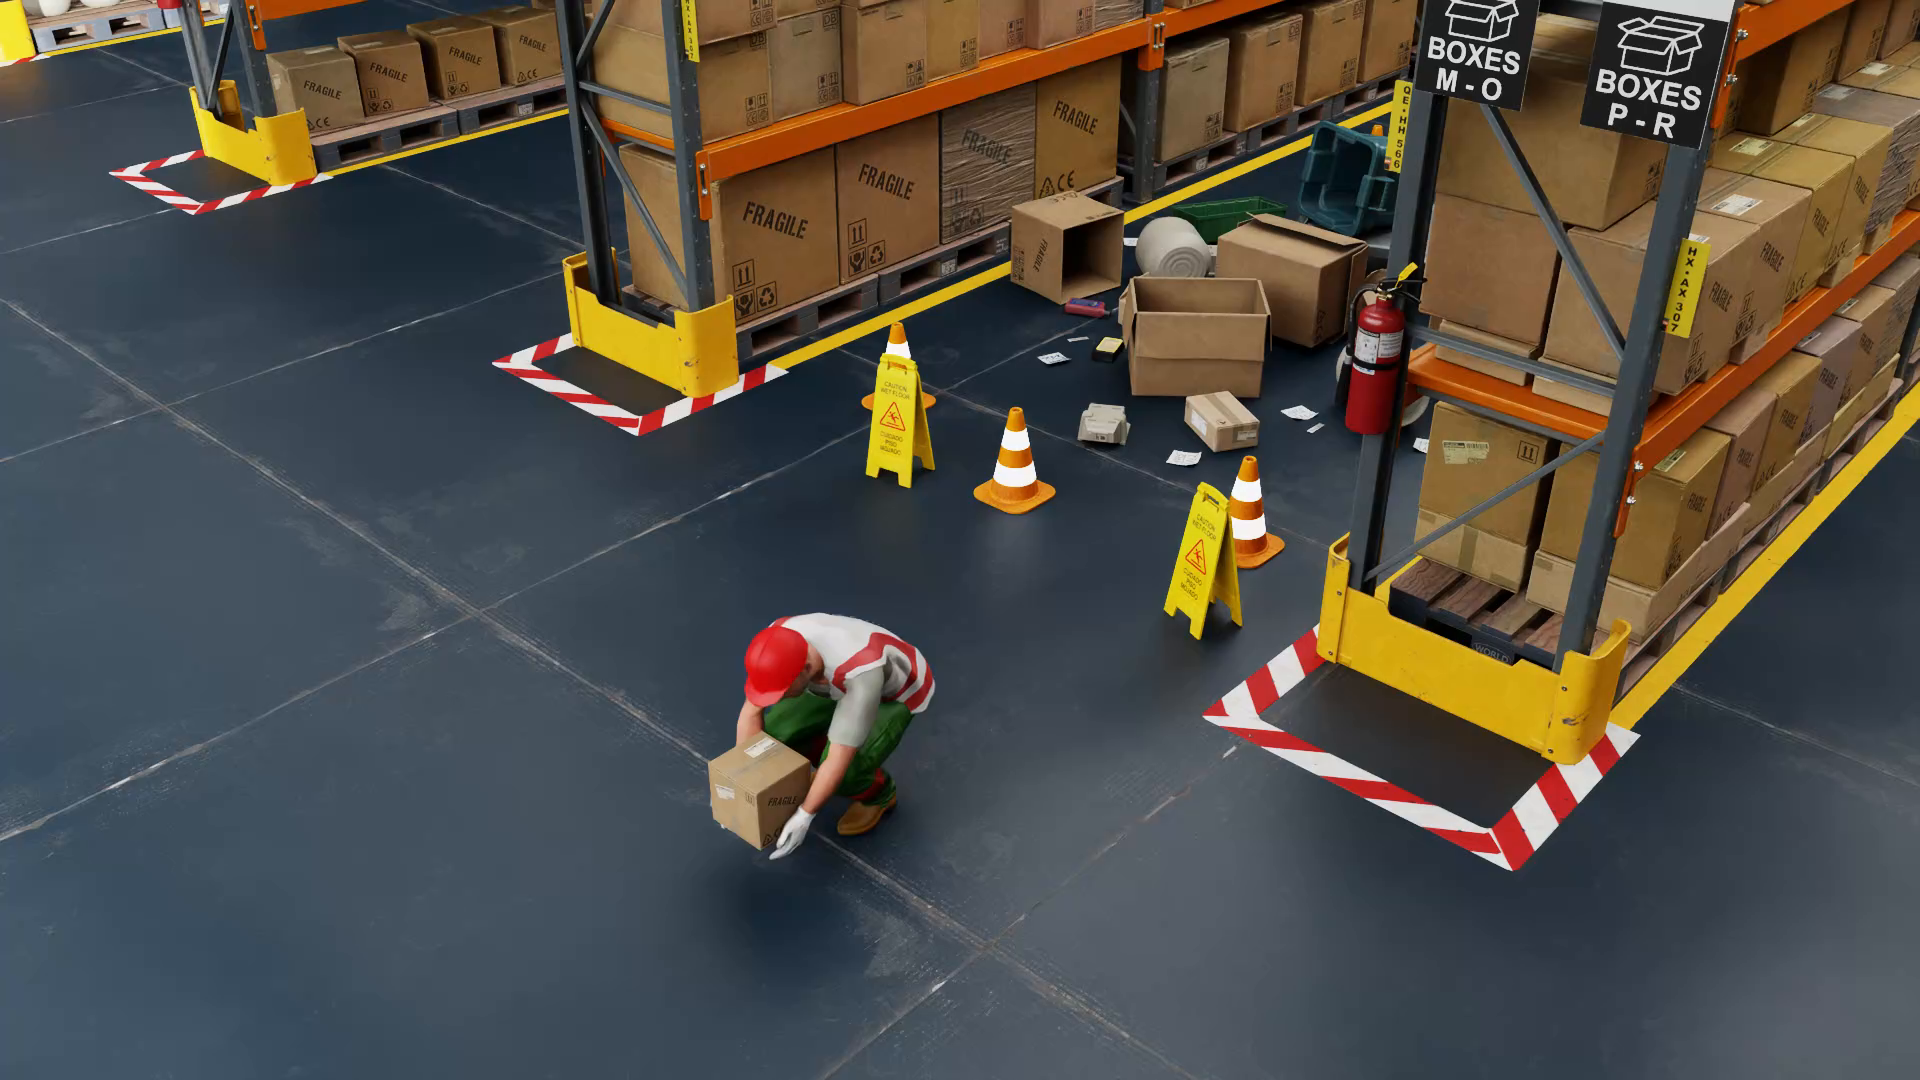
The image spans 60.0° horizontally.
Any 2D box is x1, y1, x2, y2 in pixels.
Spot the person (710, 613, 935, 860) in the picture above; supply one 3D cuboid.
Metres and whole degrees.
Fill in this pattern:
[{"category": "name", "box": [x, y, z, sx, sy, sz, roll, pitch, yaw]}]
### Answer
[{"category": "person", "box": [-0.456, 0.602, 5.890, 0.572, 0.992, 0.874, 25, 39, 35]}]
